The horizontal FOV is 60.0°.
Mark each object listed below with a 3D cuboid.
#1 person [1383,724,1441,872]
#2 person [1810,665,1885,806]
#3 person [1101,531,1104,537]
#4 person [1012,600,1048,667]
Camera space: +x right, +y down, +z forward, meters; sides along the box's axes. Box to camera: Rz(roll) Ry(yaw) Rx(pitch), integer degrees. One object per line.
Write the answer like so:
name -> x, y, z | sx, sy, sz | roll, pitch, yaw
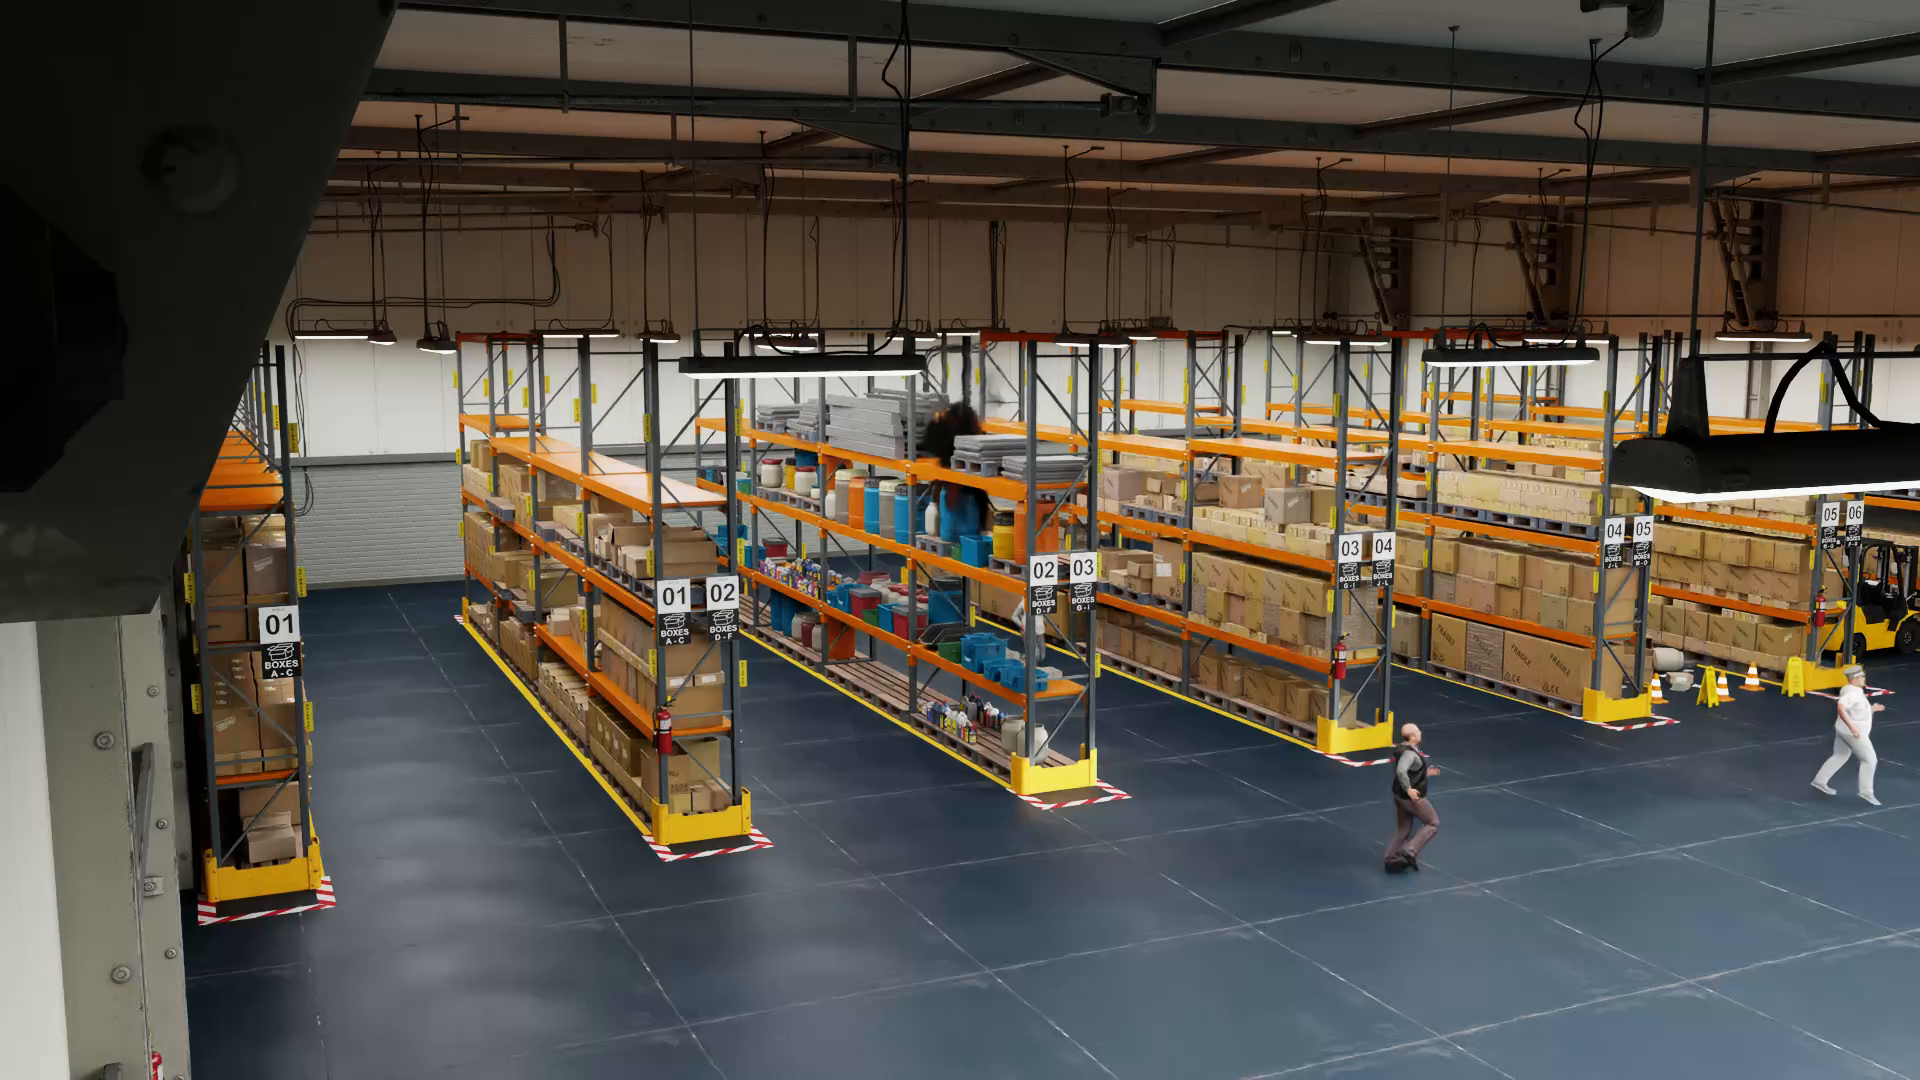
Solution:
person -> 5.169, 2.933, 18.966 | 0.642, 1.695, 0.643 | -1, 8, -7
person -> 11.608, 2.540, 21.688 | 0.815, 1.837, 0.639 | 1, 8, 9
person -> 3.399, -0.170, 41.997 | 0.676, 1.696, 0.750 | 2, 8, 14
person -> 1.234, 1.575, 28.780 | 0.666, 1.677, 0.672 | -4, 9, -29
